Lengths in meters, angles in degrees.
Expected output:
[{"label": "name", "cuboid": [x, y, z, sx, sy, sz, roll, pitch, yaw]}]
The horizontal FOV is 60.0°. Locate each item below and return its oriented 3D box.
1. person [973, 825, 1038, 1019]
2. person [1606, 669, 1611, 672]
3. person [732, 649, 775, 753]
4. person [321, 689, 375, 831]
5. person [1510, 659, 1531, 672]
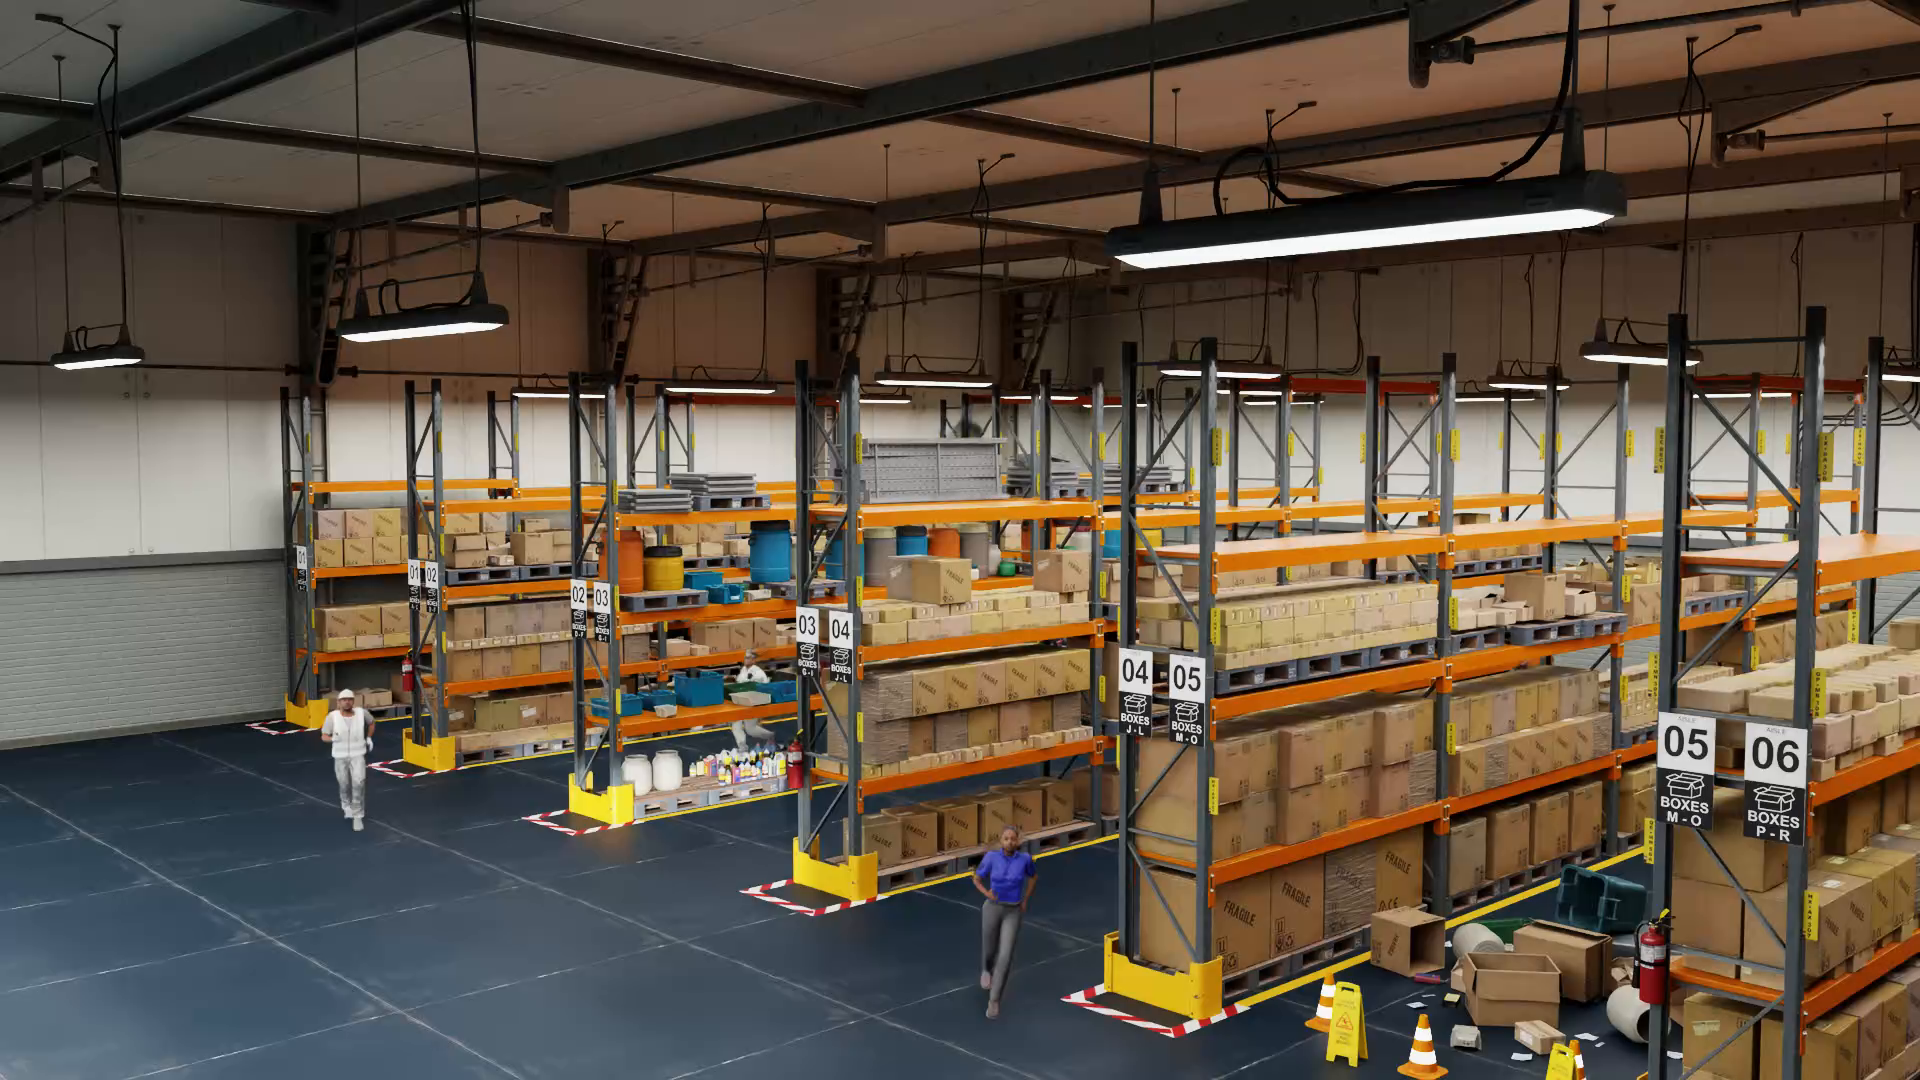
[{"label": "person", "cuboid": [0.403, 3.391, 15.050, 0.573, 1.668, 0.830, 0, 4, 3]}, {"label": "person", "cuboid": [9.814, 2.764, 25.017, 0.588, 1.650, 0.607, -3, 5, -40]}, {"label": "person", "cuboid": [-3.345, 2.595, 26.561, 0.670, 1.738, 0.751, 3, 5, 44]}, {"label": "person", "cuboid": [-8.047, 2.876, 21.890, 0.660, 1.847, 0.808, -1, 4, -18]}, {"label": "person", "cuboid": [9.016, 2.629, 26.534, 0.650, 1.691, 0.670, 3, 5, 43]}]
